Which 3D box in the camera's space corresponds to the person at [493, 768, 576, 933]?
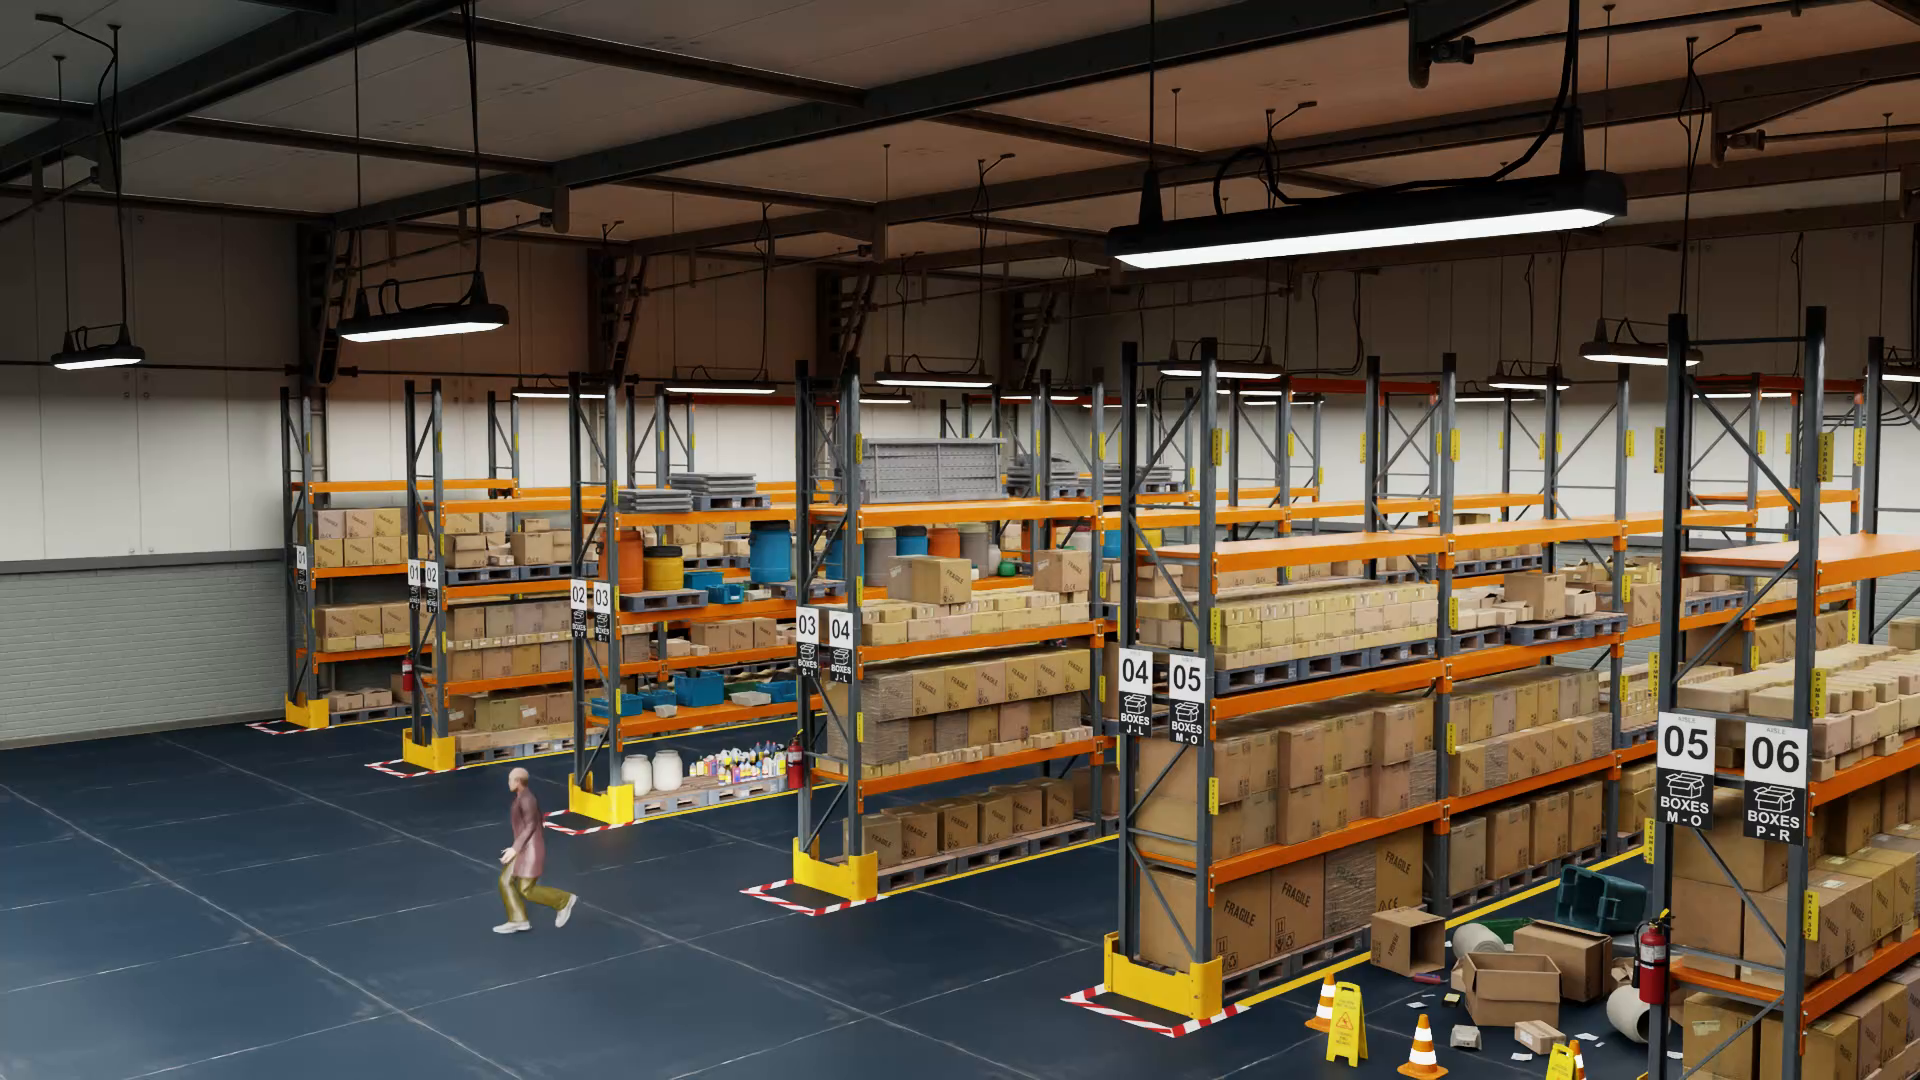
[{"bbox_3d":[-4.459,3.215,17.361,0.849,1.695,0.616,-2,4,-24],"label":"person"}]
